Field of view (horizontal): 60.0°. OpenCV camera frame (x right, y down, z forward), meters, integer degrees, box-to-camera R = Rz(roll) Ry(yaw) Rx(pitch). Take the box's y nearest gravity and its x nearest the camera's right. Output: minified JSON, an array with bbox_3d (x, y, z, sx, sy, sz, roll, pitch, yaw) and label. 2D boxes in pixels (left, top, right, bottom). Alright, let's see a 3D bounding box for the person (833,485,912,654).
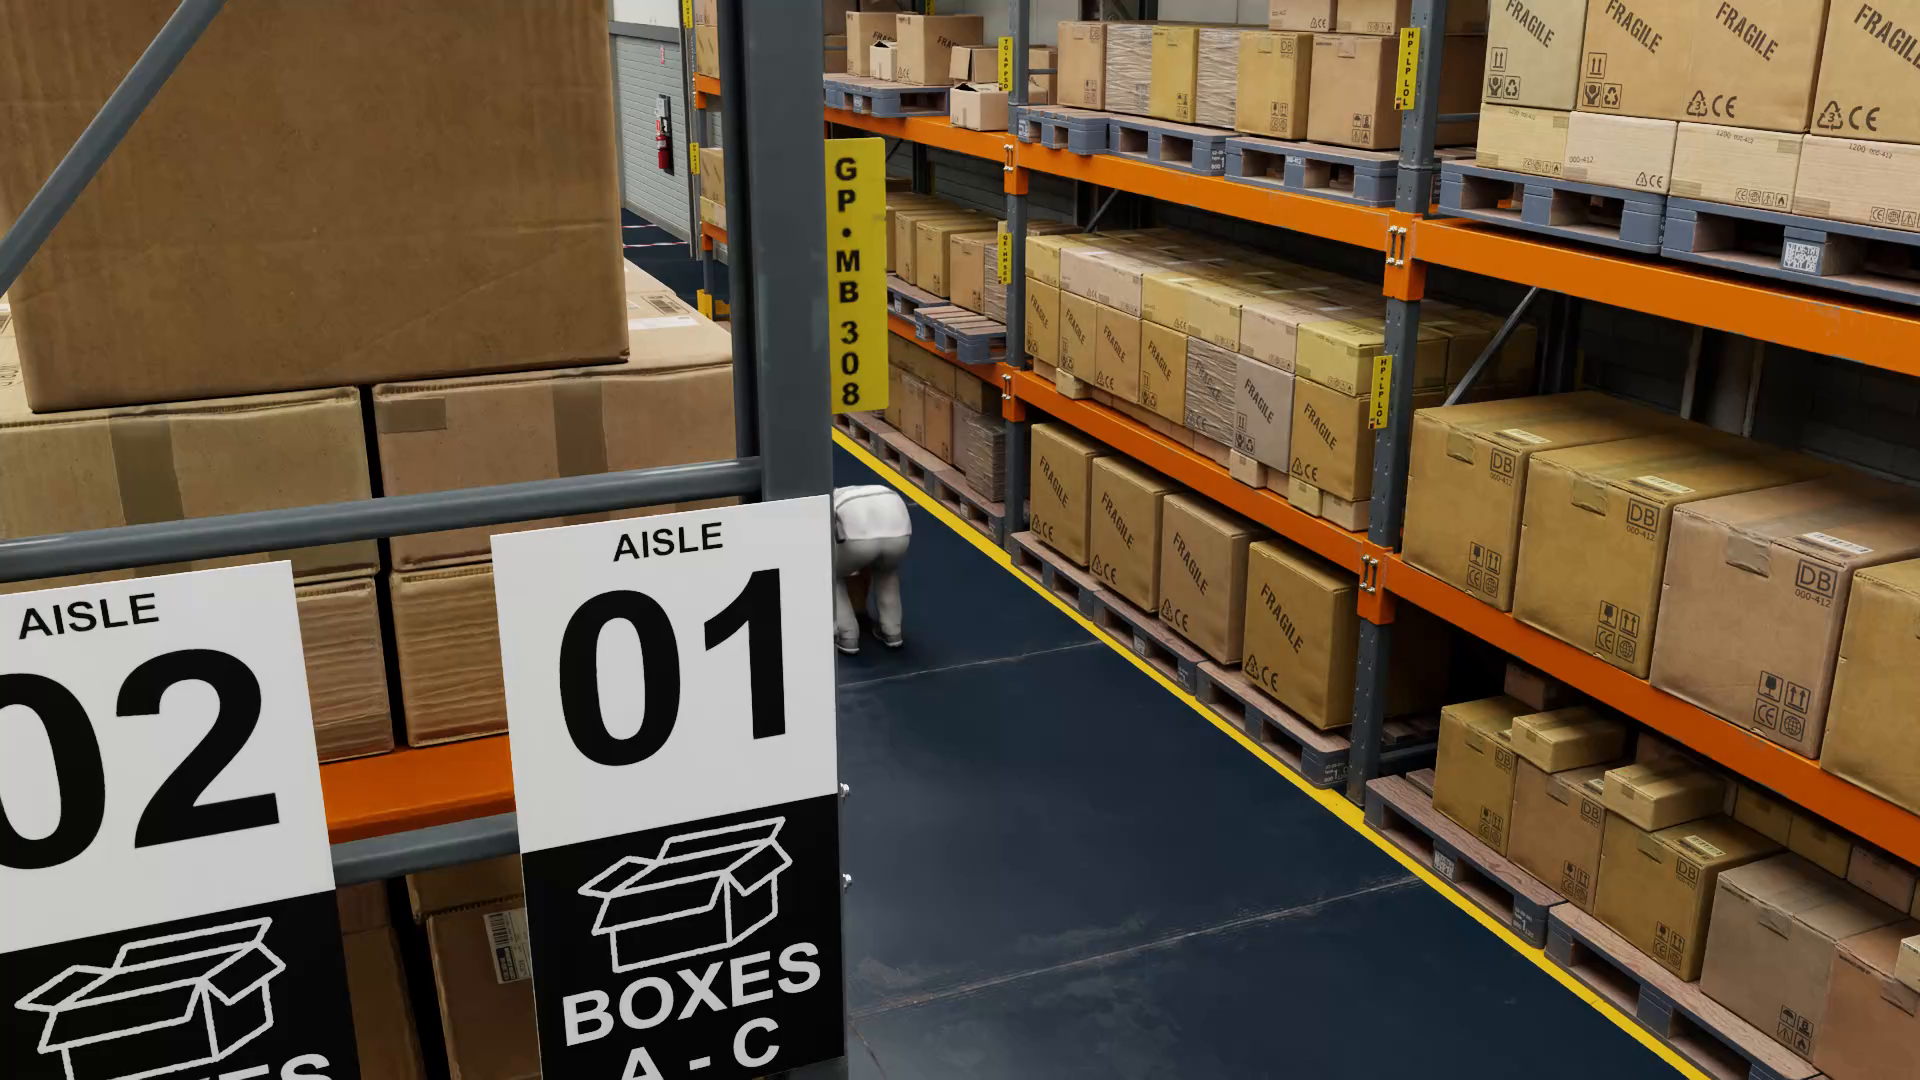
[{"bbox_3d":[-0.644,0.104,9.949,0.537,0.980,1.024,-9,21,-25],"label":"person"}]
